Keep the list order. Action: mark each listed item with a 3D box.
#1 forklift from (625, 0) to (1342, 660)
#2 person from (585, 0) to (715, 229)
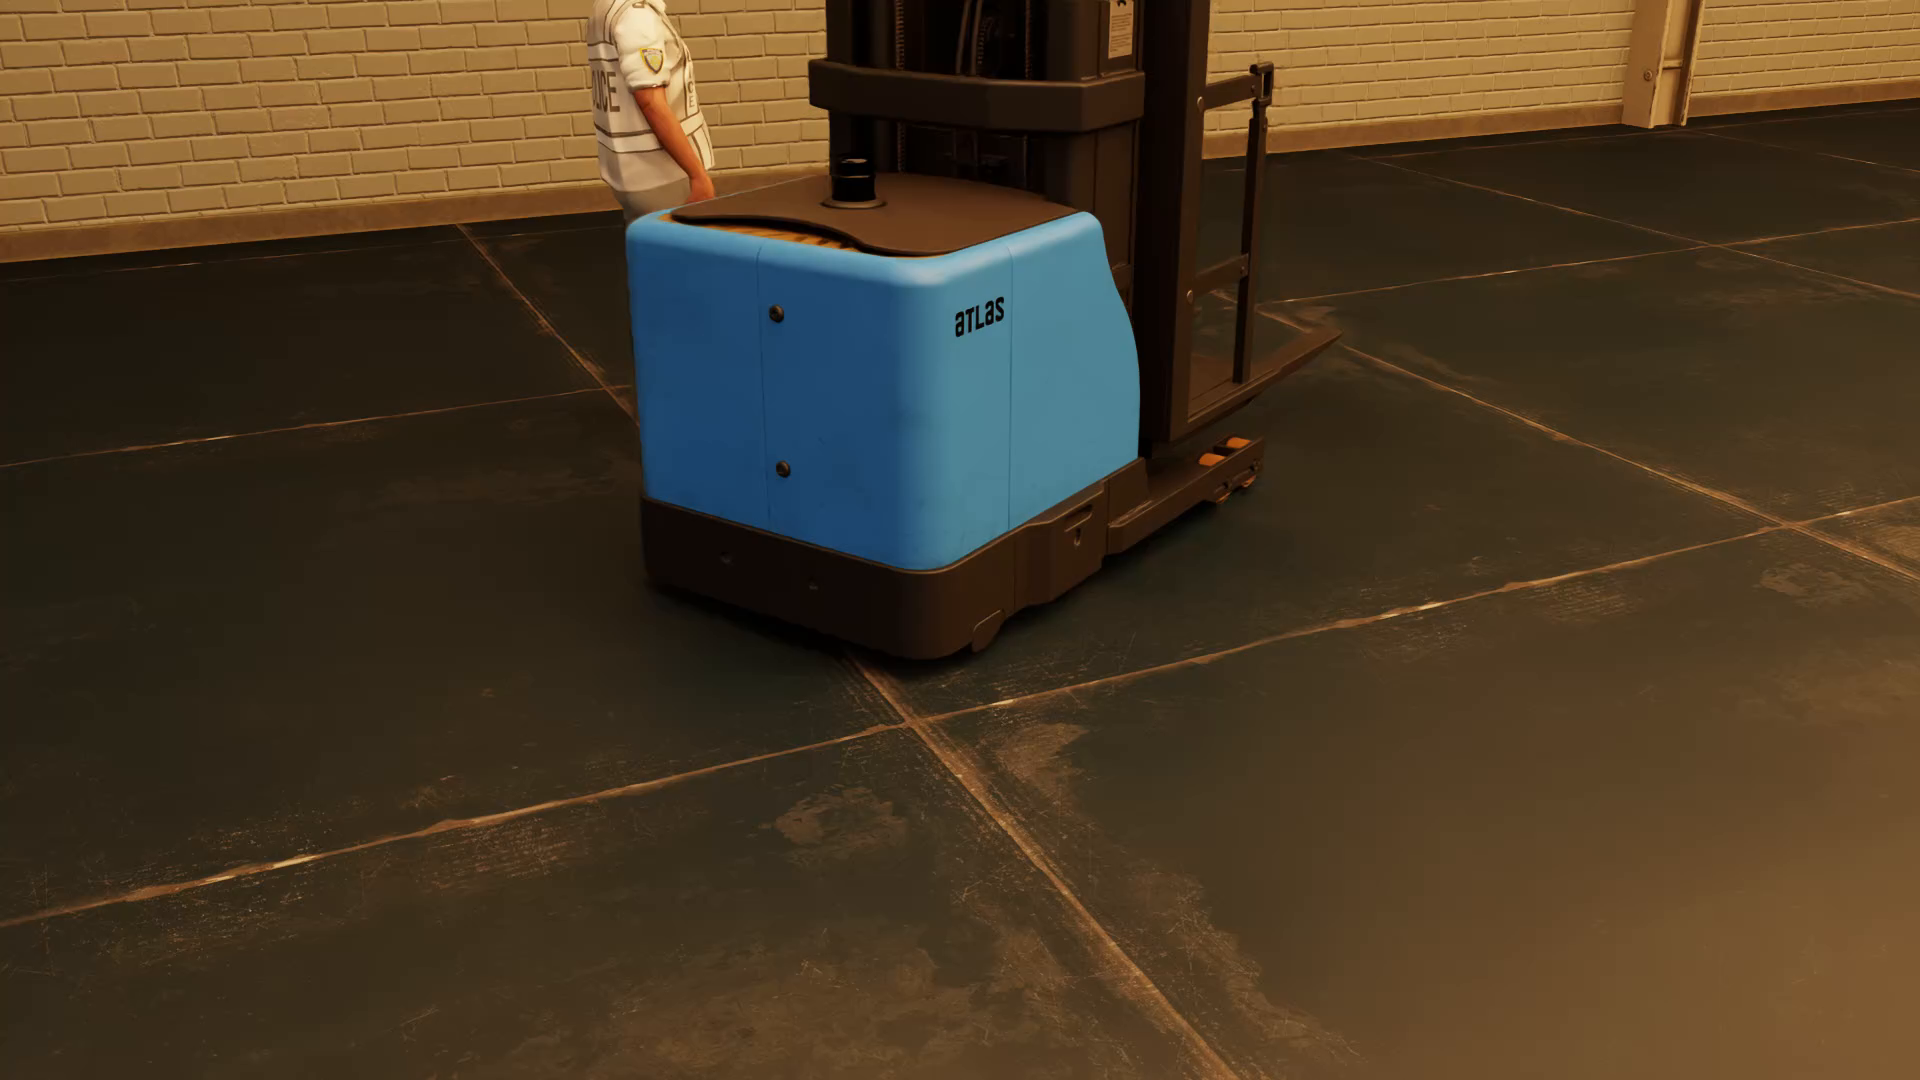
[{"bbox_3d":[0.357,-1.560,5.042,1.130,2.935,3.031,15,27,32],"label":"forklift"},{"bbox_3d":[-0.989,-1.314,5.928,0.575,1.781,0.640,-12,25,-26],"label":"person"}]
